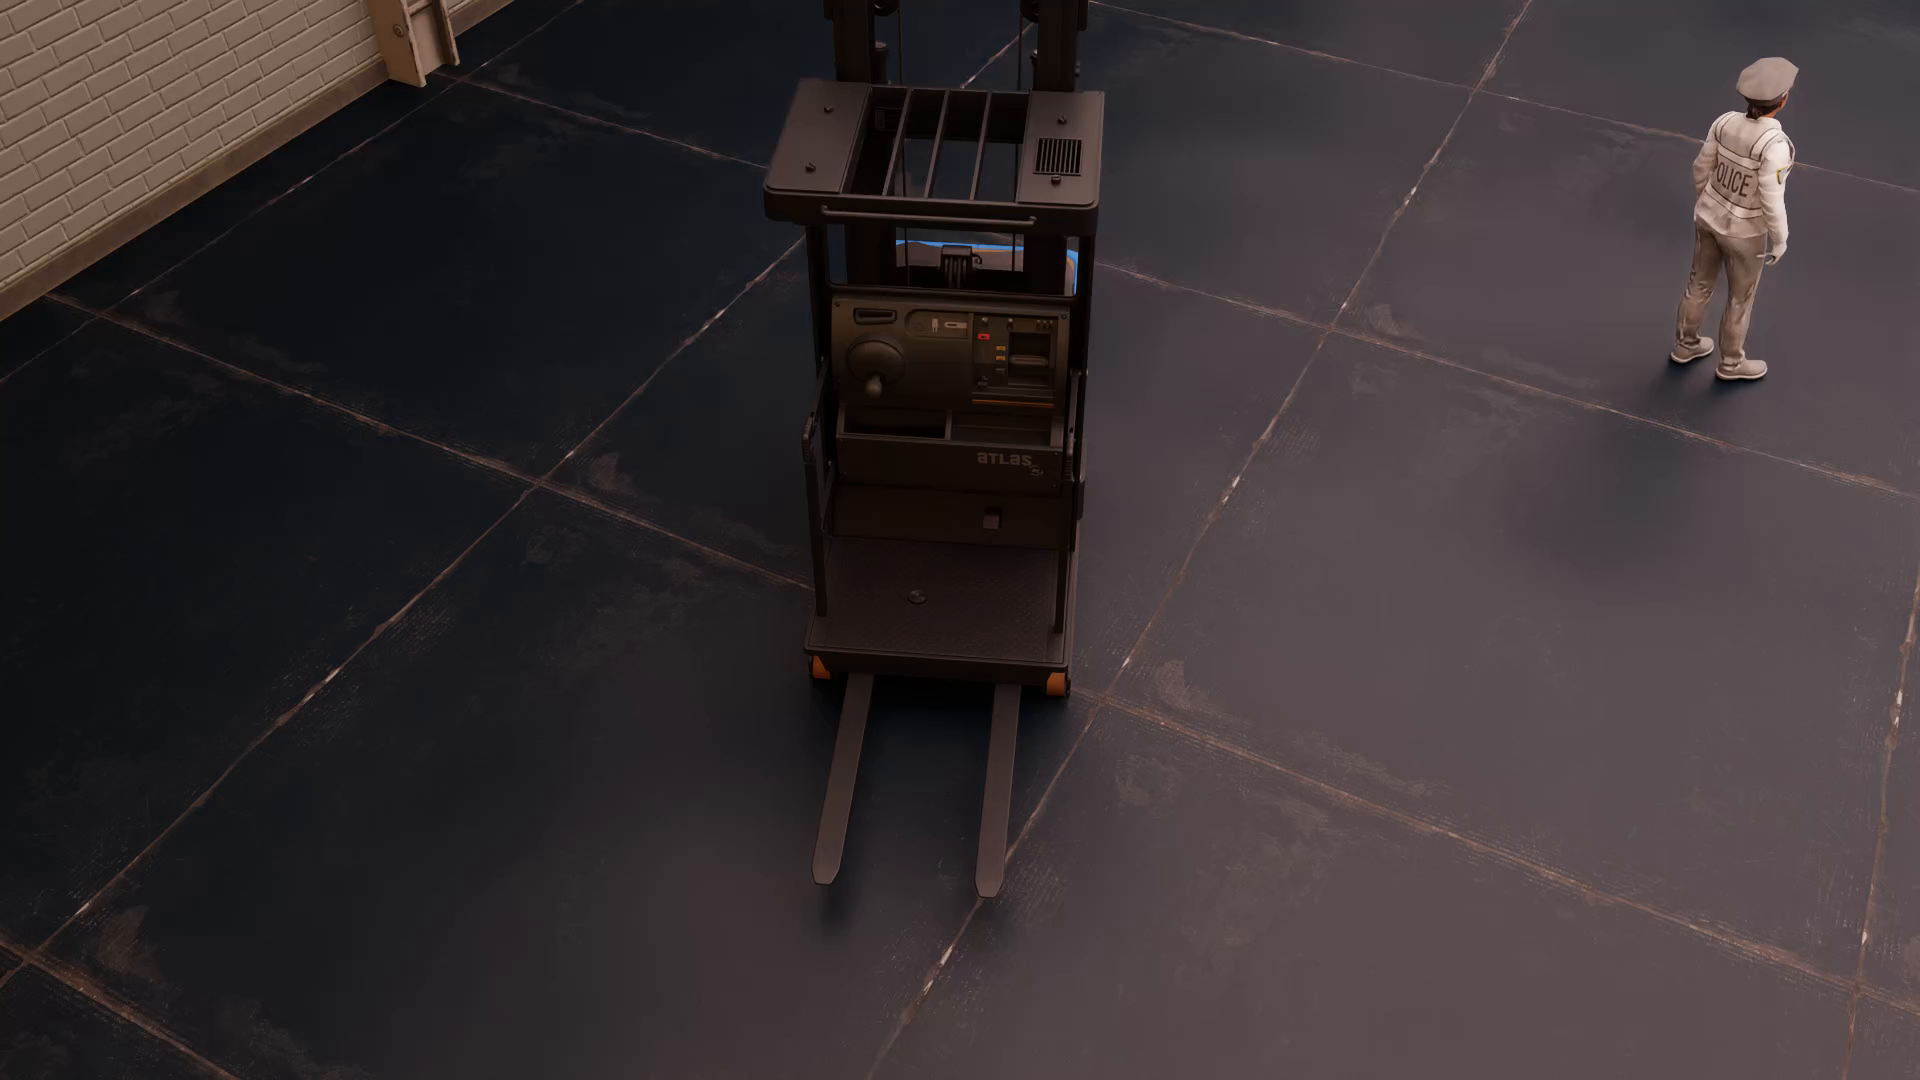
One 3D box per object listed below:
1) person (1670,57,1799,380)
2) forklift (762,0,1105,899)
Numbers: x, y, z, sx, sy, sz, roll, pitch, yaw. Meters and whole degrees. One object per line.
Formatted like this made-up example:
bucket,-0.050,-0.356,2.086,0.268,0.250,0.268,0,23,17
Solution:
person,3.879,-1.585,8.227,0.533,1.695,0.586,-18,46,-18
forklift,-0.059,-0.651,6.345,1.130,2.935,3.031,4,43,4
